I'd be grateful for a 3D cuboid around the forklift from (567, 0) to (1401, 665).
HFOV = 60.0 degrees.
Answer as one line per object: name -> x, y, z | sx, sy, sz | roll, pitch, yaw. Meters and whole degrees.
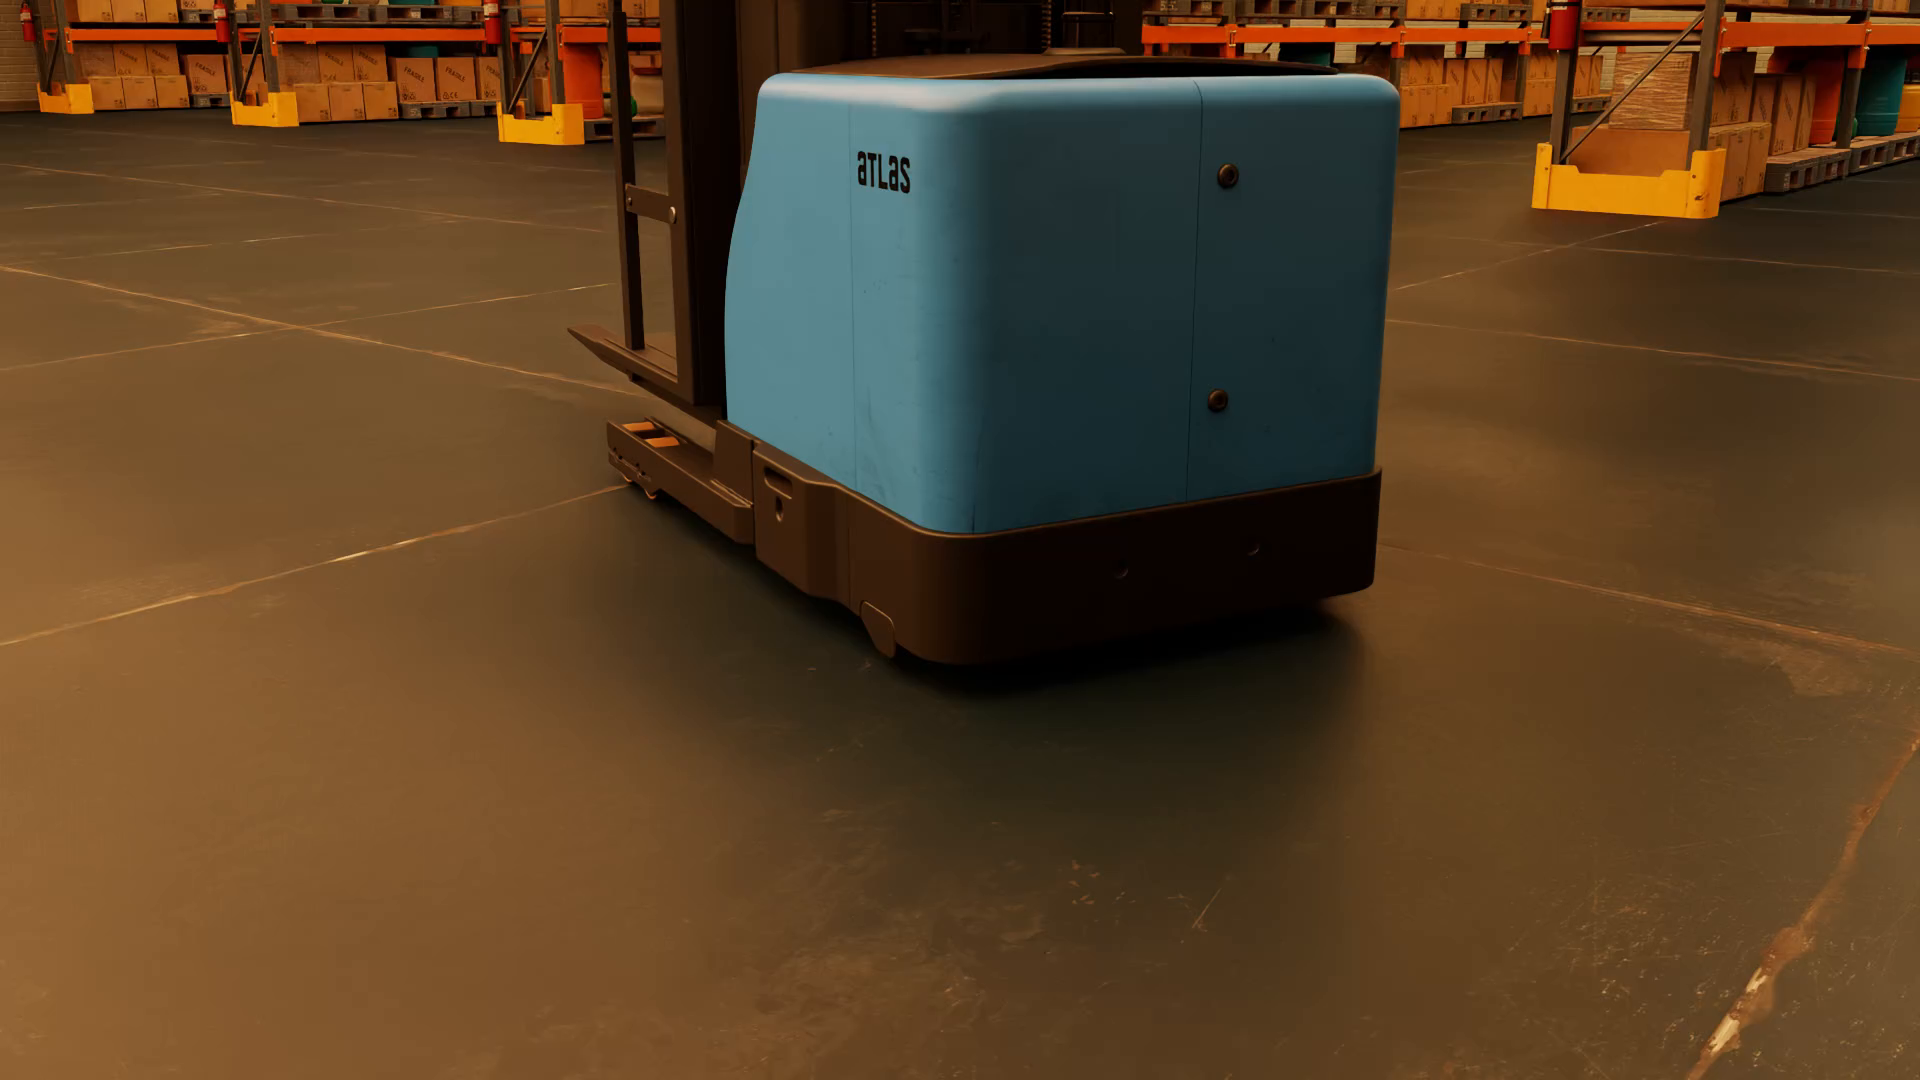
forklift -> -0.288, -1.559, 4.031 | 1.130, 2.935, 3.031 | -9, 19, -27
